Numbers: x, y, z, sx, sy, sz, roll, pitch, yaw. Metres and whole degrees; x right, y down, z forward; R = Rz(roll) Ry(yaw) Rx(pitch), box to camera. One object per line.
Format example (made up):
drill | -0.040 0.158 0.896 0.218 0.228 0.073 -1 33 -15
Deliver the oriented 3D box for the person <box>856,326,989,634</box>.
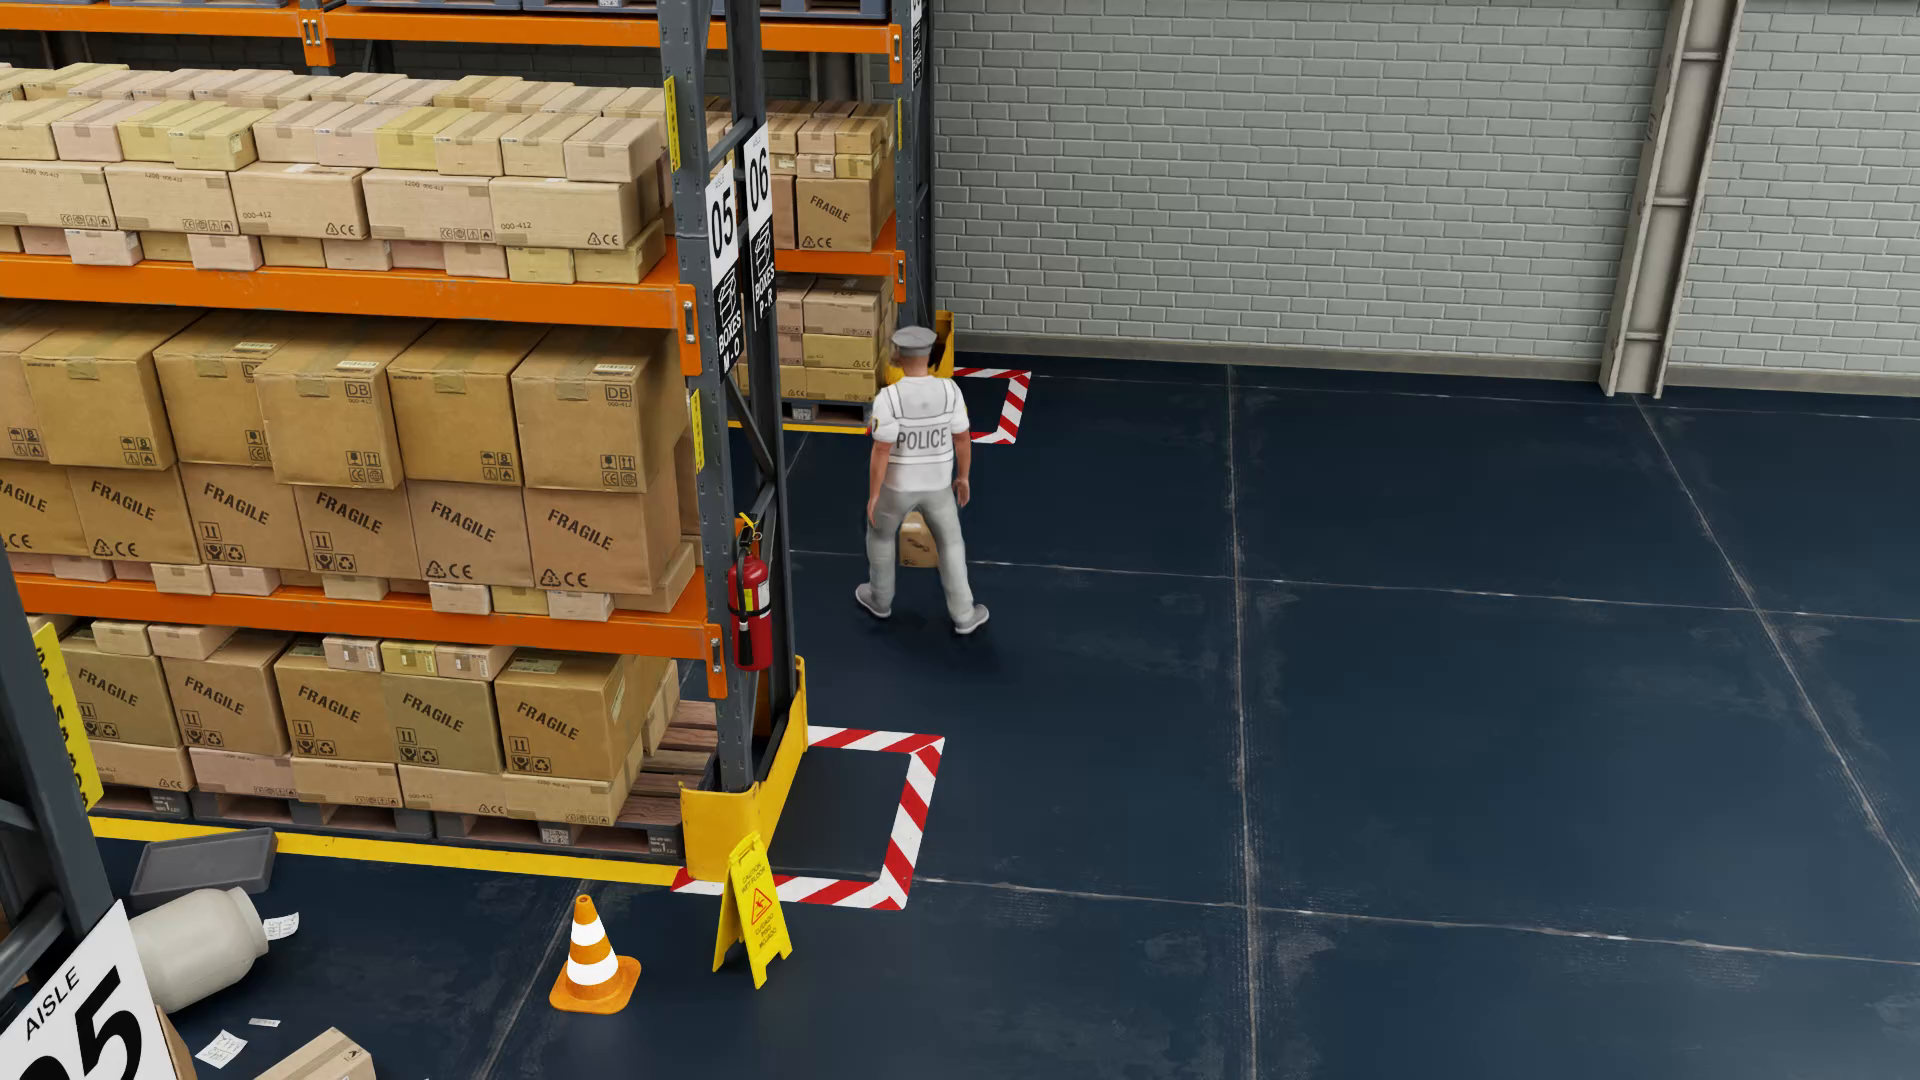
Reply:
person | -0.207 -0.321 9.202 0.683 1.715 0.718 -8 29 -15
